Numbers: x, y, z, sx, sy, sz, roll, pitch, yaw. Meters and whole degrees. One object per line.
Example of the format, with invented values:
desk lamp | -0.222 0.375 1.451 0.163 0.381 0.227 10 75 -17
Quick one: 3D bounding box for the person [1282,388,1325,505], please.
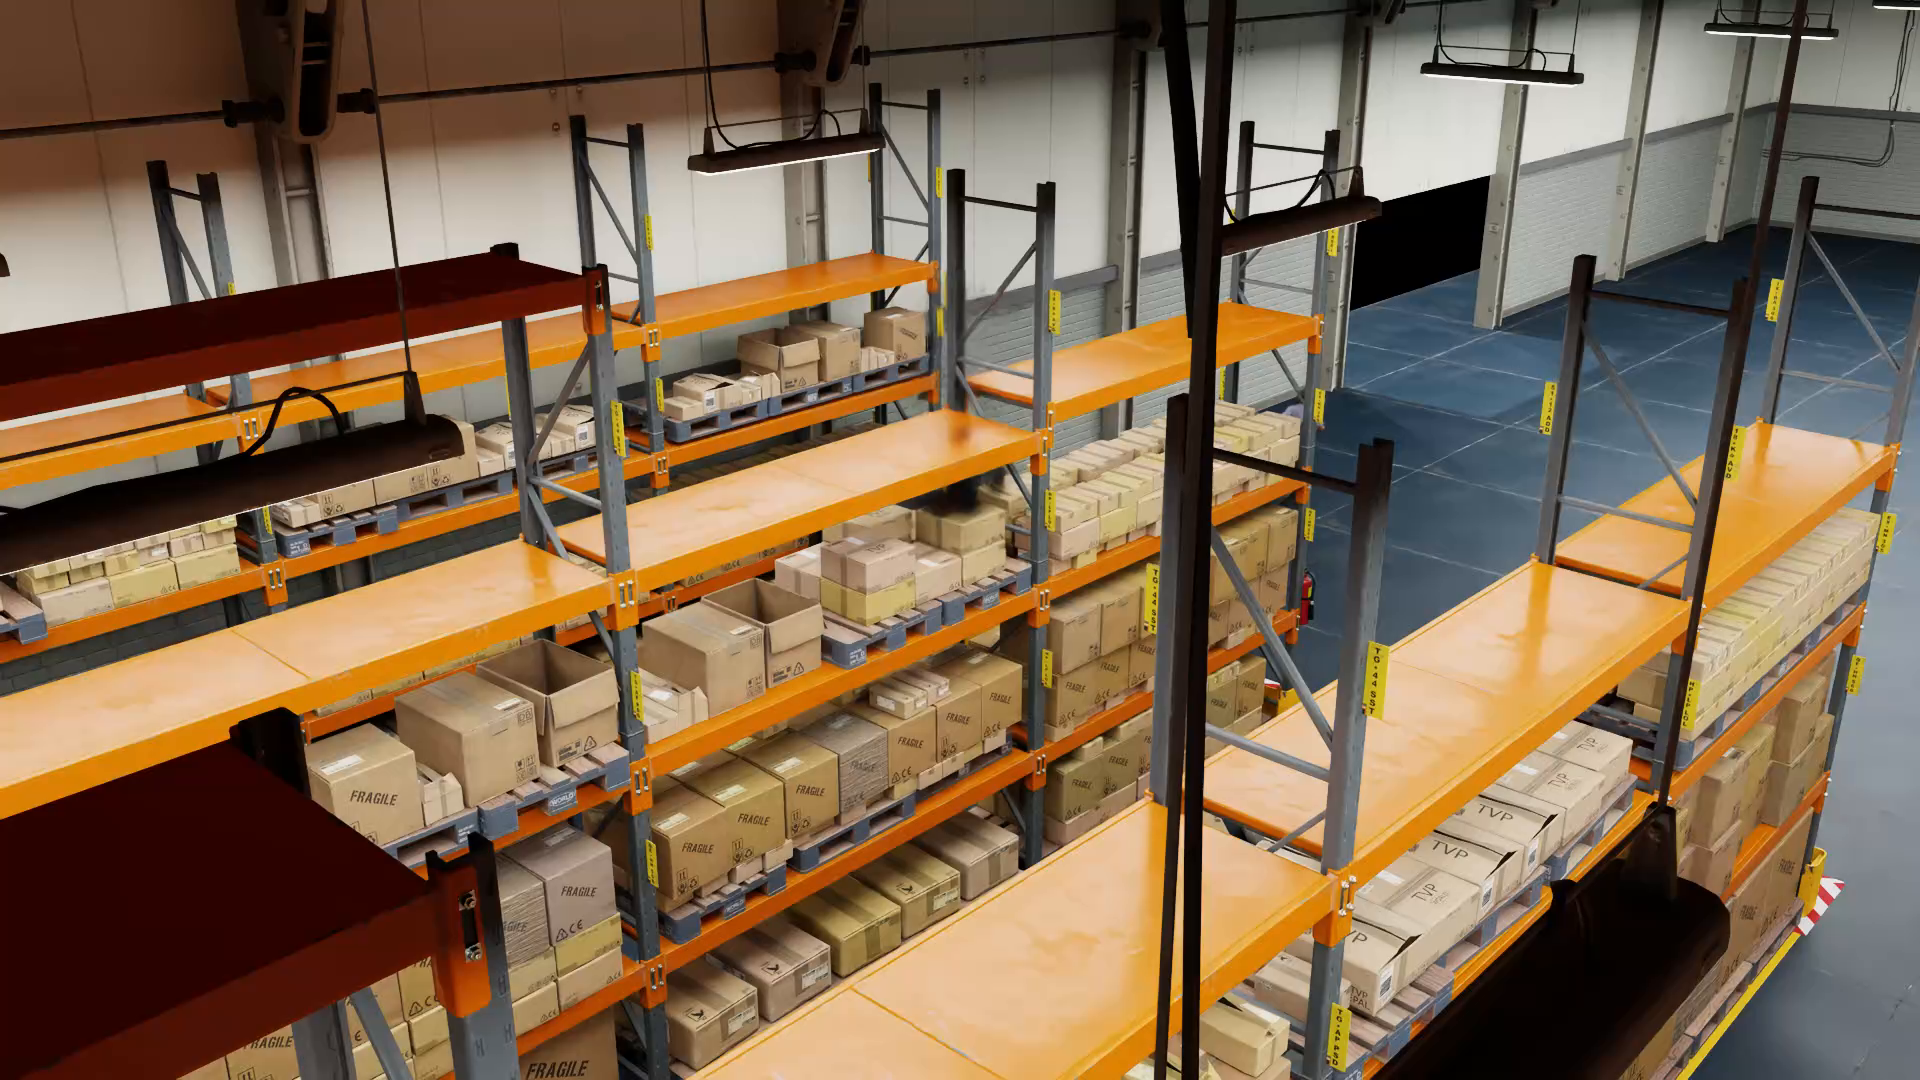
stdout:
person | 4.712 -1.283 23.045 0.591 1.695 0.866 10 23 25
